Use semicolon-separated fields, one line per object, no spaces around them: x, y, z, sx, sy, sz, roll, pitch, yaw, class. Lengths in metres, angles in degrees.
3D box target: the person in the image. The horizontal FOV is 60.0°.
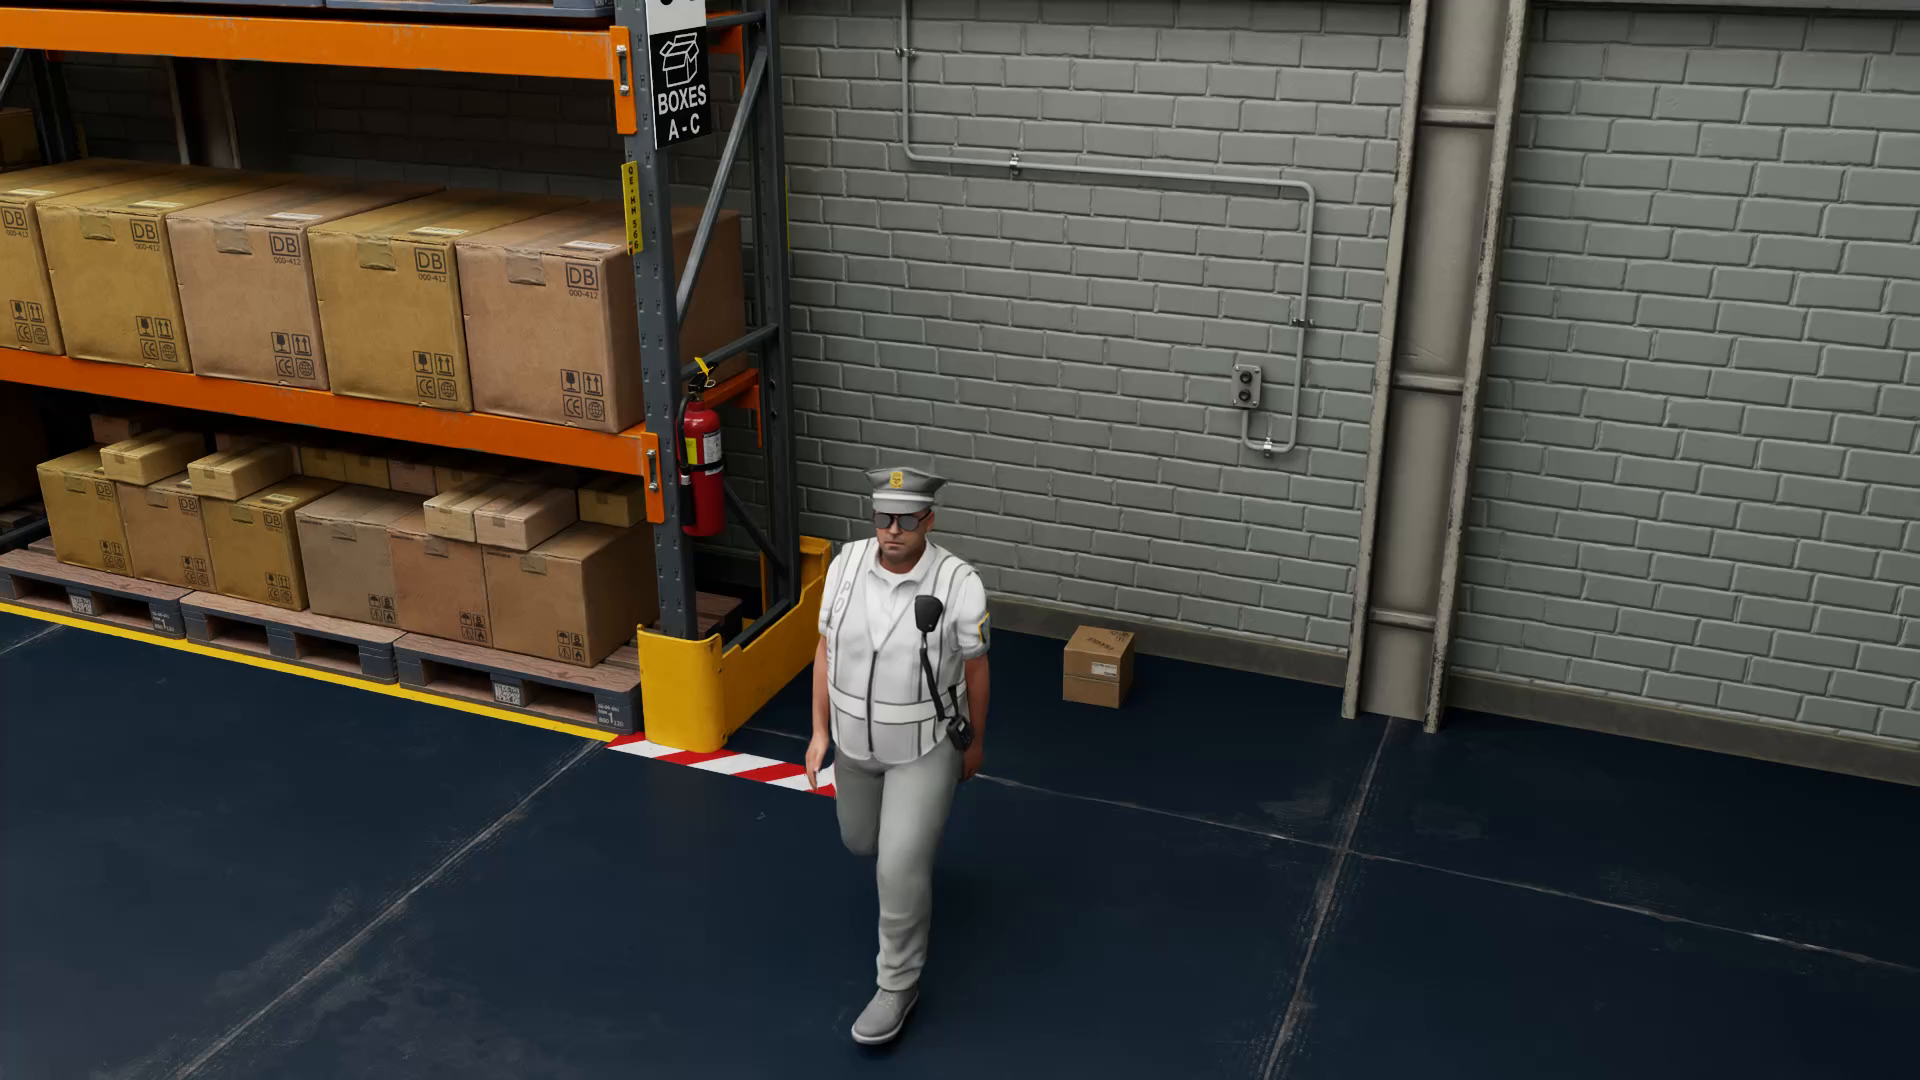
-0.180;0.567;5.130;0.529;1.731;0.951;9;24;22;person
